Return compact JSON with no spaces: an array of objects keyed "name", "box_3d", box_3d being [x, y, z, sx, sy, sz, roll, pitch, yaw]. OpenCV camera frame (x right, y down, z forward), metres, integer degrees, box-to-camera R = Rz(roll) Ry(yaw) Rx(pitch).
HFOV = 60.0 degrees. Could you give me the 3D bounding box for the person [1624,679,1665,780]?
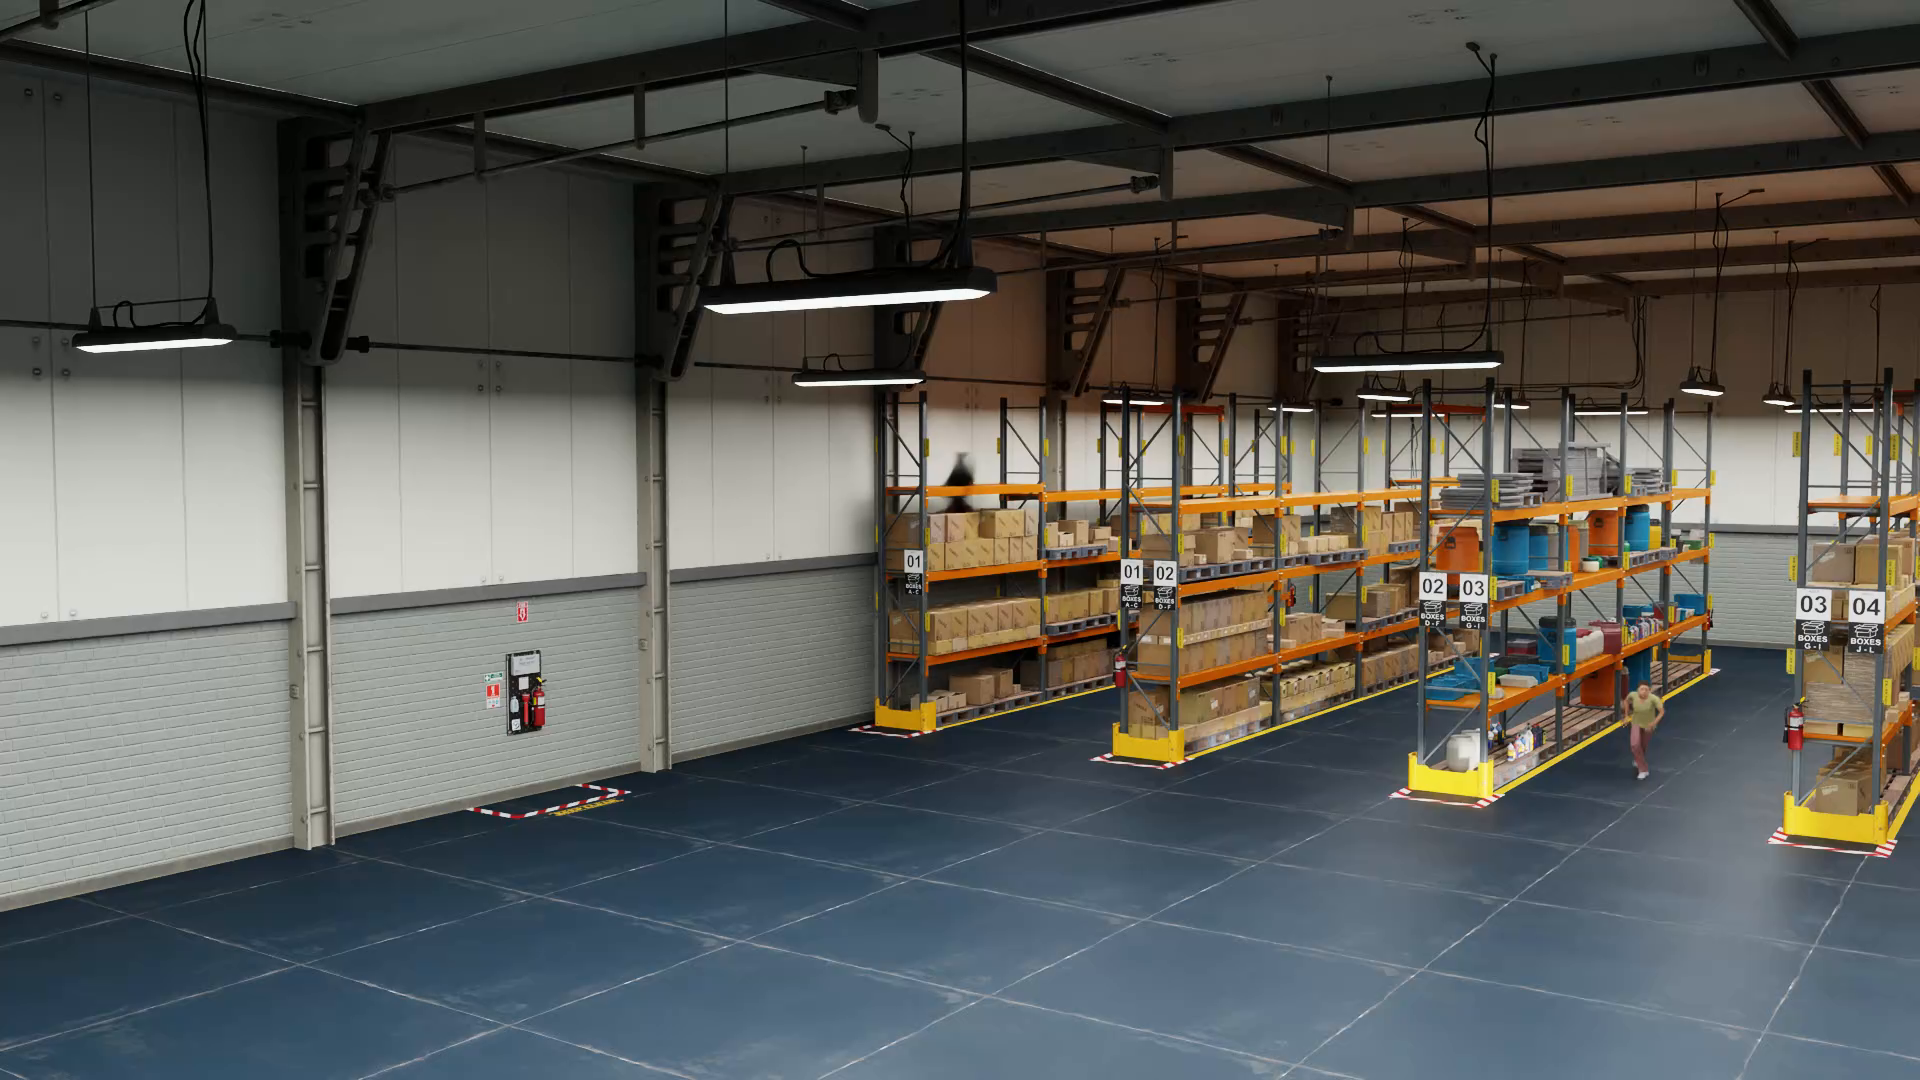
[{"name":"person","box_3d":[10.452,2.841,25.408,0.574,1.516,1.037,1,3,24]}]
